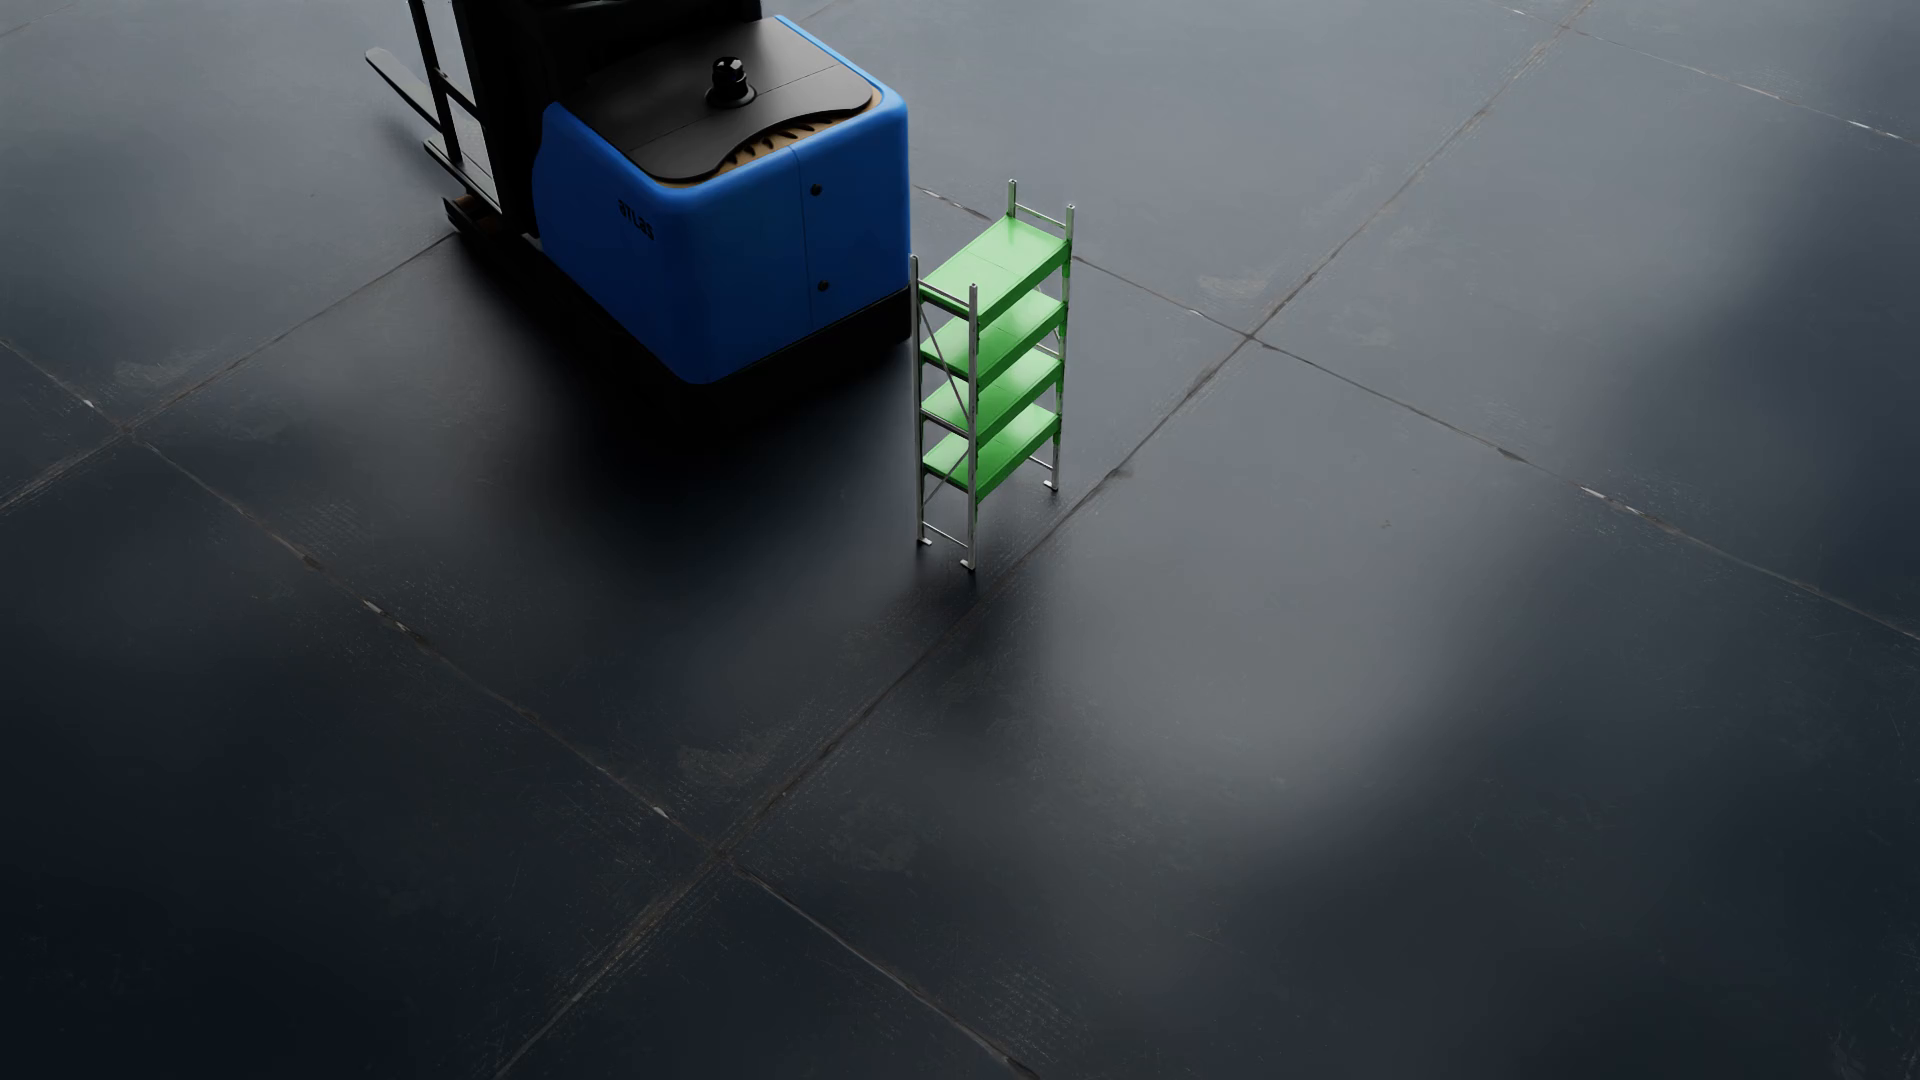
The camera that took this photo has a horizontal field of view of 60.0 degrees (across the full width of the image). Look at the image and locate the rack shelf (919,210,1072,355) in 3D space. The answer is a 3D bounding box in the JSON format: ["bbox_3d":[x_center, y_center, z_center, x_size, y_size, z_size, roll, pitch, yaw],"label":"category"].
[{"bbox_3d":[0.101,-0.797,5.106,0.258,0.148,0.480,29,53,25],"label":"rack shelf"}]

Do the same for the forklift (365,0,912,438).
[{"bbox_3d":[-1.489,-2.386,6.003,1.130,2.935,3.031,-31,54,-26],"label":"forklift"}]

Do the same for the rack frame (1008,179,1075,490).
[{"bbox_3d":[0.250,-0.649,5.540,0.240,1.200,0.015,29,53,25],"label":"rack frame"}]

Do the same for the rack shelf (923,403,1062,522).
[{"bbox_3d":[0.101,-0.299,5.626,0.258,0.148,0.480,29,53,25],"label":"rack shelf"}]

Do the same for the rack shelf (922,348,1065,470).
[{"bbox_3d":[0.101,-0.465,5.453,0.258,0.148,0.480,29,53,25],"label":"rack shelf"}]

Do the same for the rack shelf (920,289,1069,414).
[{"bbox_3d":[0.101,-0.631,5.279,0.258,0.148,0.480,29,53,25],"label":"rack shelf"}]

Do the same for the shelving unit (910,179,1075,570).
[{"bbox_3d":[0.101,-0.509,5.407,0.258,1.200,0.503,29,53,25],"label":"shelving unit"}]

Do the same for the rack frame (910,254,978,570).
[{"bbox_3d":[-0.048,-0.370,5.273,0.240,1.200,0.015,29,53,25],"label":"rack frame"}]
